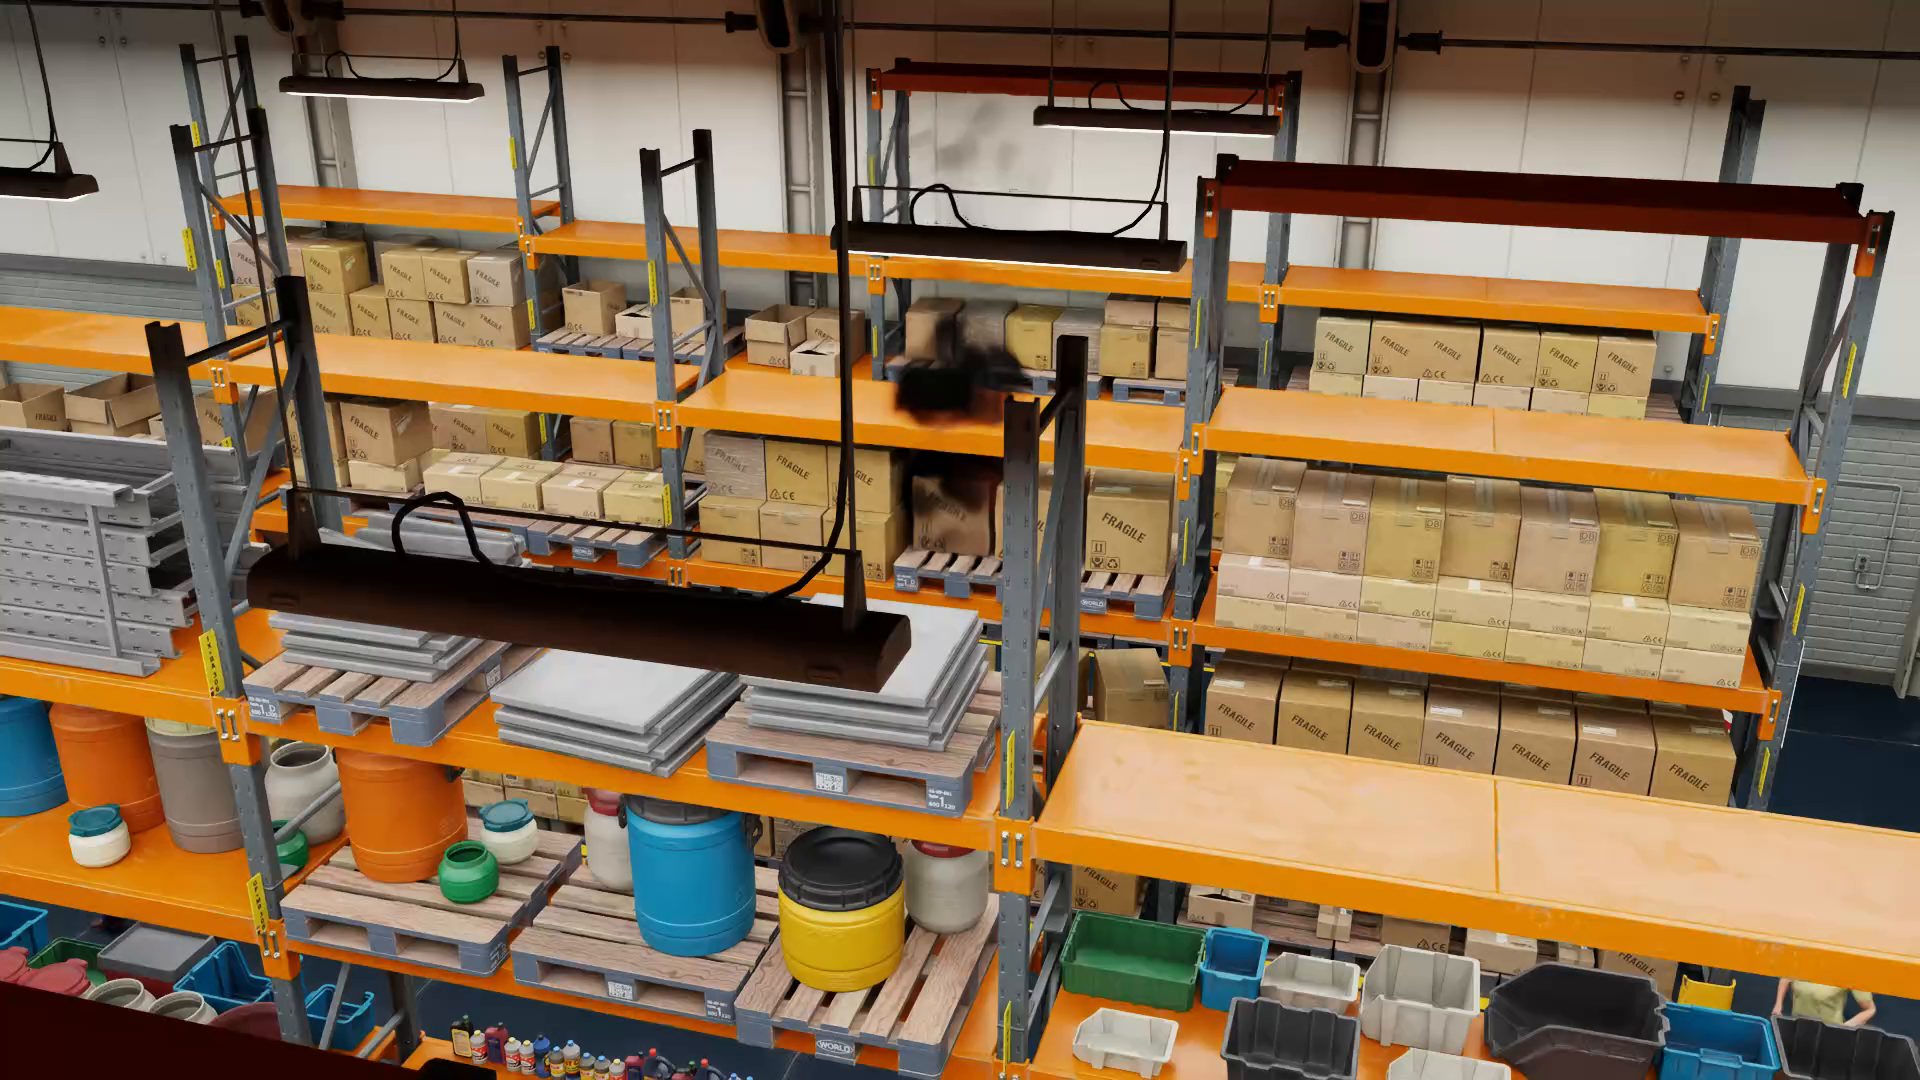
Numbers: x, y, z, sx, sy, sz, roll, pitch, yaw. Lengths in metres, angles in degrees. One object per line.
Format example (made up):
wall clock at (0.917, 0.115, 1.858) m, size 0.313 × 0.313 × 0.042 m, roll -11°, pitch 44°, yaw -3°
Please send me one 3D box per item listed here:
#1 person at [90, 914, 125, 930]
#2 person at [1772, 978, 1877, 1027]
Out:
person at (-6.612, 2.388, 12.968) m, size 0.770 × 1.633 × 0.630 m, roll 2°, pitch 23°, yaw 6°
person at (5.546, 3.240, 10.887) m, size 0.525 × 1.611 × 0.632 m, roll -15°, pitch 27°, yaw -33°
